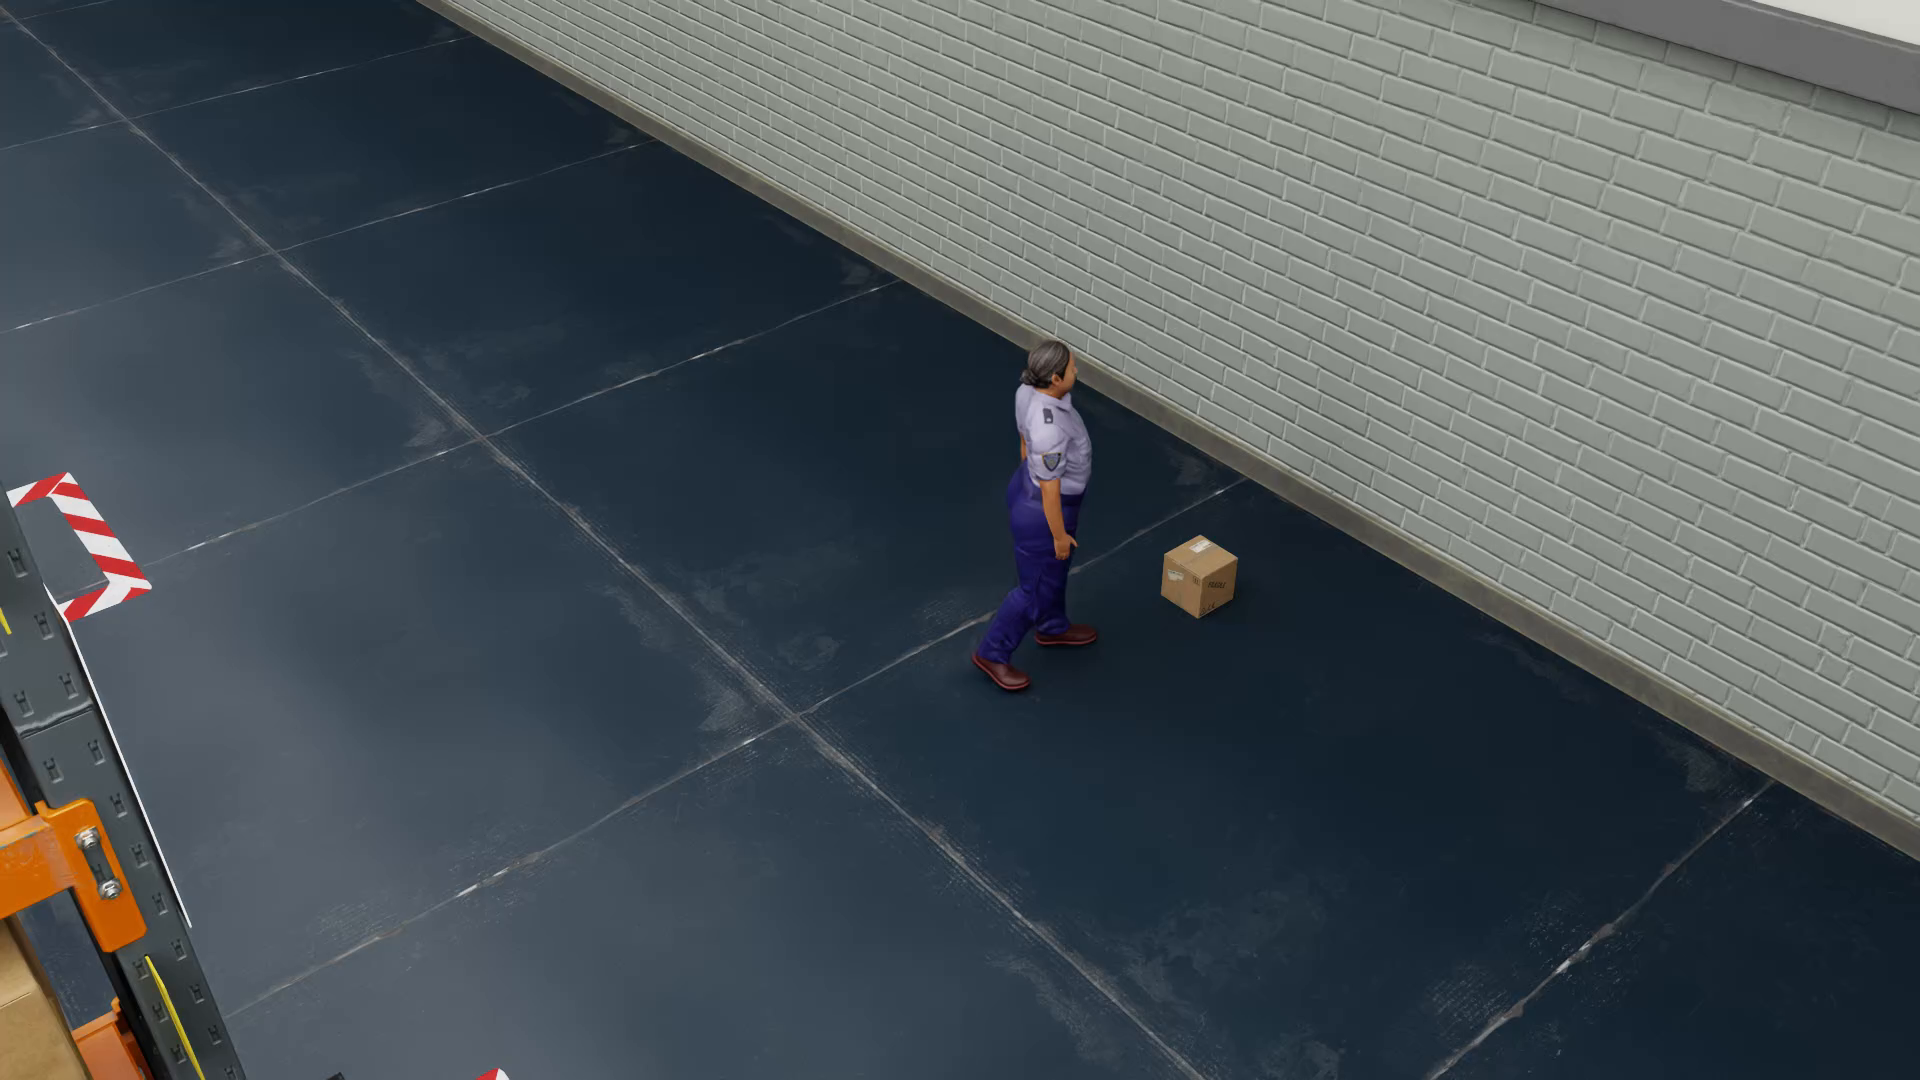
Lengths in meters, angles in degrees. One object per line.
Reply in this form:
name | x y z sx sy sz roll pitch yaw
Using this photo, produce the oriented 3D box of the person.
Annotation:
person | 0.352 -0.121 7.241 0.614 1.647 0.521 -3 36 -3
